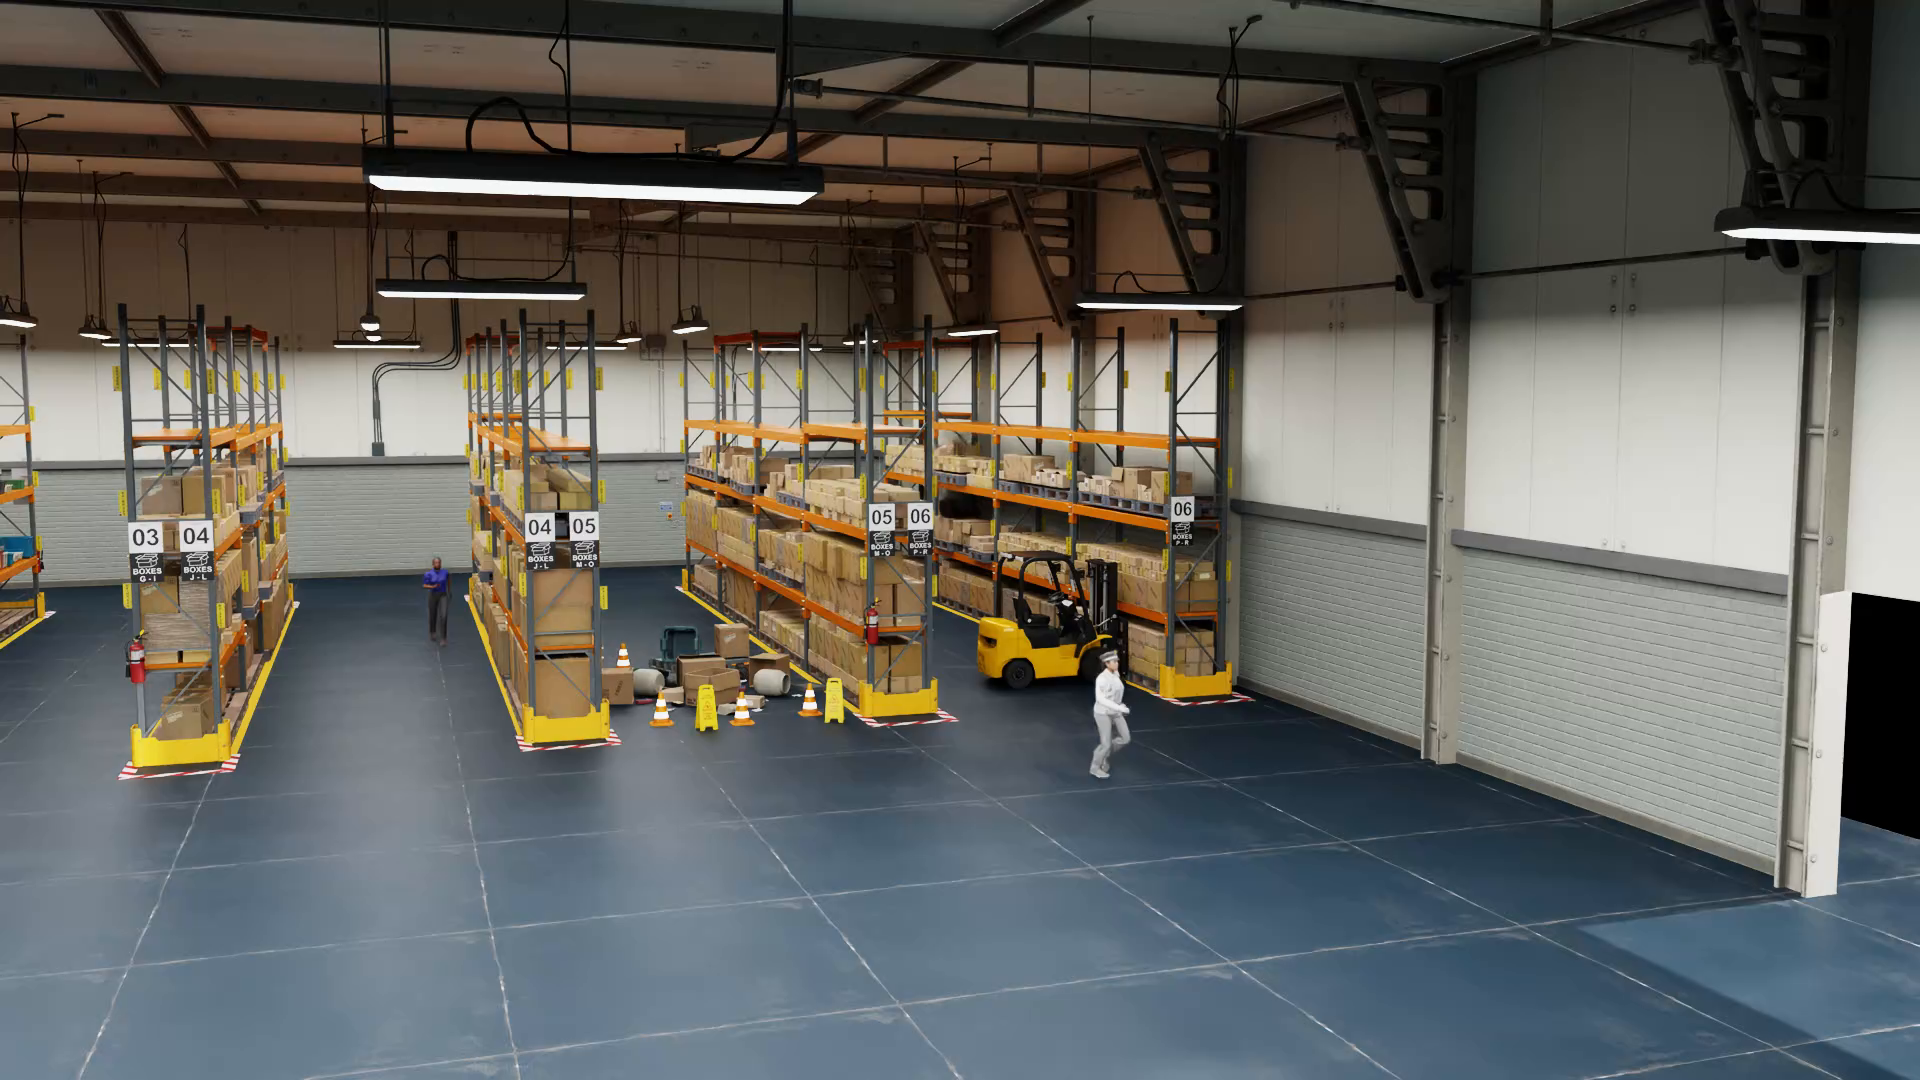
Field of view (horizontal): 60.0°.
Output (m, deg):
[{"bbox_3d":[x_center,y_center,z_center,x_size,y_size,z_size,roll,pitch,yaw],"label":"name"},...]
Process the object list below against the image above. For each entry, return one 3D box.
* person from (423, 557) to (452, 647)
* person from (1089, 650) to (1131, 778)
[{"bbox_3d":[-9.970,1.157,31.728,0.557,1.667,0.901,-3,6,-25],"label":"person"},{"bbox_3d":[1.920,2.192,20.980,0.633,1.646,0.592,4,7,39],"label":"person"}]
